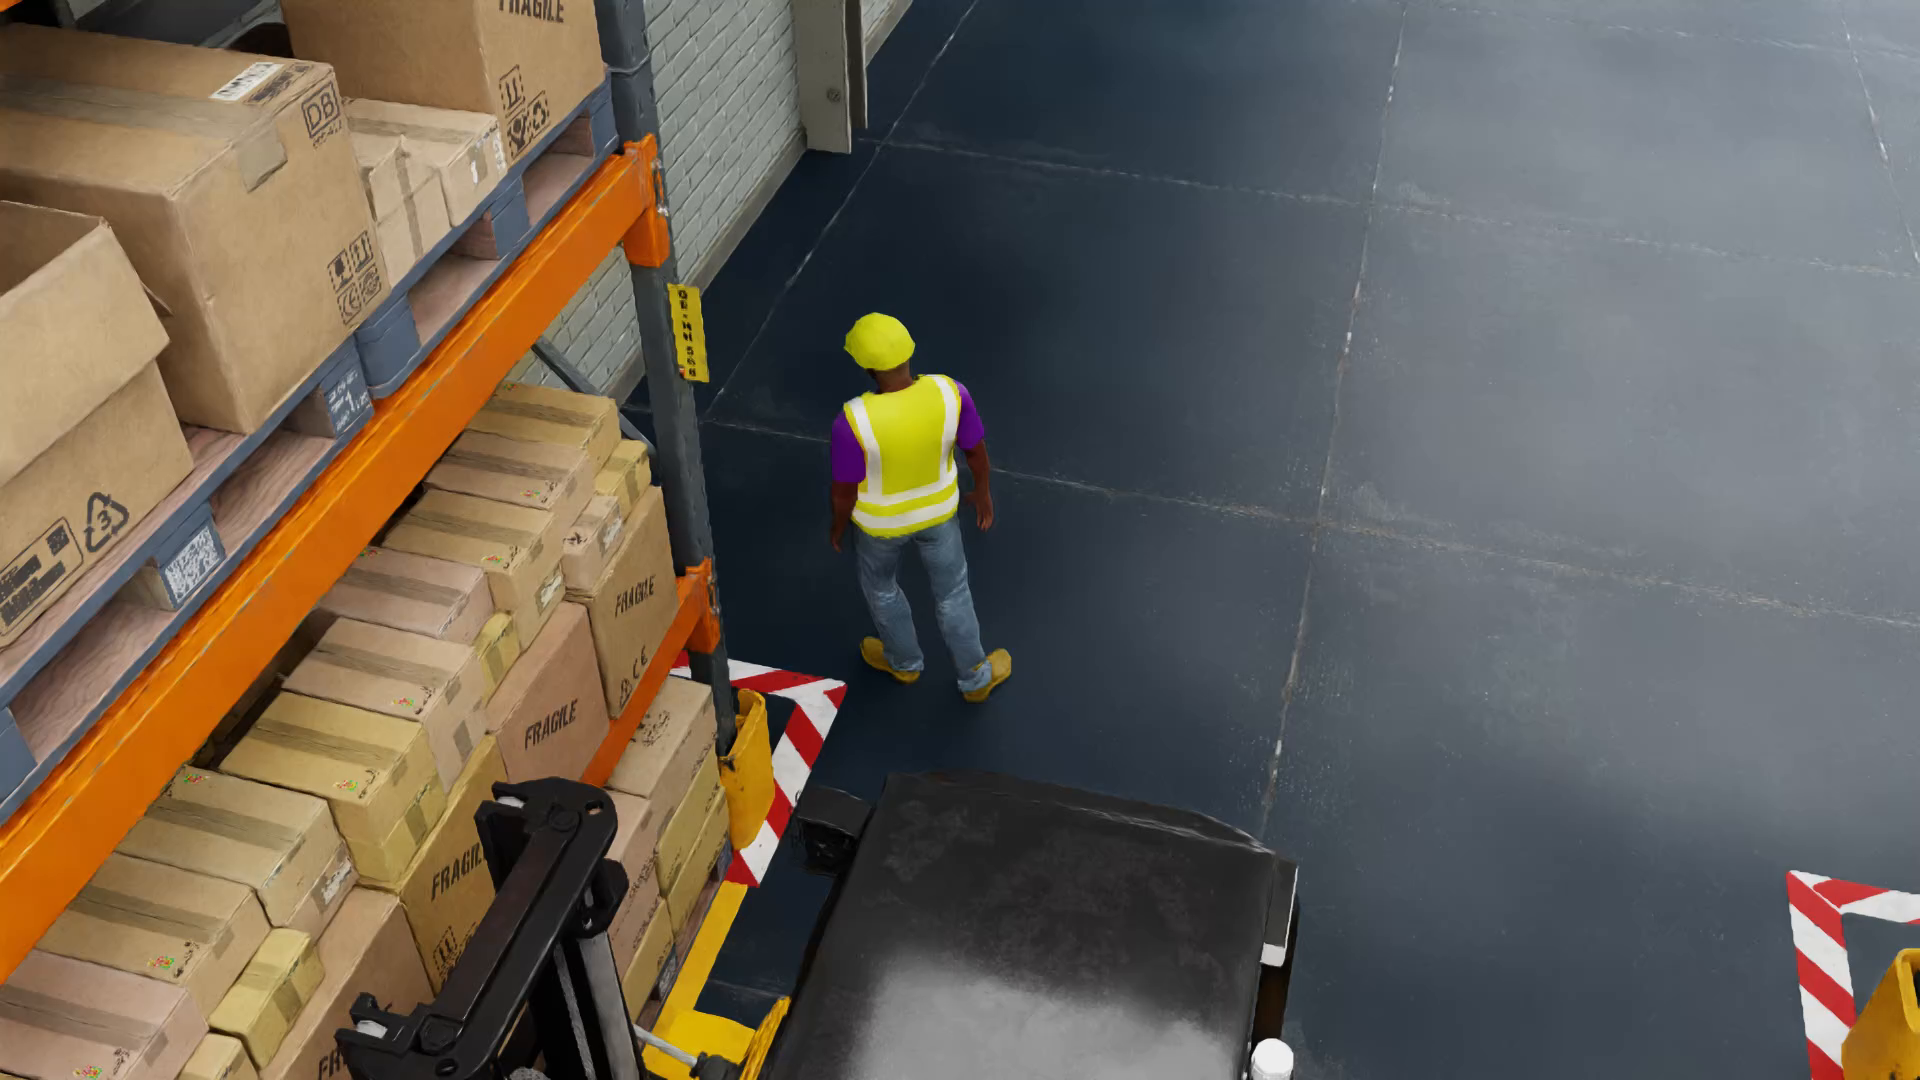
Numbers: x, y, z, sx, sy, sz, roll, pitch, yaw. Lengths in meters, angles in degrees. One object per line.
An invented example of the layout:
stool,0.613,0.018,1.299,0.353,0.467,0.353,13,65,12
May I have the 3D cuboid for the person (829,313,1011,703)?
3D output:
person,-0.141,-0.105,6.273,0.696,1.749,0.504,-13,42,-14
